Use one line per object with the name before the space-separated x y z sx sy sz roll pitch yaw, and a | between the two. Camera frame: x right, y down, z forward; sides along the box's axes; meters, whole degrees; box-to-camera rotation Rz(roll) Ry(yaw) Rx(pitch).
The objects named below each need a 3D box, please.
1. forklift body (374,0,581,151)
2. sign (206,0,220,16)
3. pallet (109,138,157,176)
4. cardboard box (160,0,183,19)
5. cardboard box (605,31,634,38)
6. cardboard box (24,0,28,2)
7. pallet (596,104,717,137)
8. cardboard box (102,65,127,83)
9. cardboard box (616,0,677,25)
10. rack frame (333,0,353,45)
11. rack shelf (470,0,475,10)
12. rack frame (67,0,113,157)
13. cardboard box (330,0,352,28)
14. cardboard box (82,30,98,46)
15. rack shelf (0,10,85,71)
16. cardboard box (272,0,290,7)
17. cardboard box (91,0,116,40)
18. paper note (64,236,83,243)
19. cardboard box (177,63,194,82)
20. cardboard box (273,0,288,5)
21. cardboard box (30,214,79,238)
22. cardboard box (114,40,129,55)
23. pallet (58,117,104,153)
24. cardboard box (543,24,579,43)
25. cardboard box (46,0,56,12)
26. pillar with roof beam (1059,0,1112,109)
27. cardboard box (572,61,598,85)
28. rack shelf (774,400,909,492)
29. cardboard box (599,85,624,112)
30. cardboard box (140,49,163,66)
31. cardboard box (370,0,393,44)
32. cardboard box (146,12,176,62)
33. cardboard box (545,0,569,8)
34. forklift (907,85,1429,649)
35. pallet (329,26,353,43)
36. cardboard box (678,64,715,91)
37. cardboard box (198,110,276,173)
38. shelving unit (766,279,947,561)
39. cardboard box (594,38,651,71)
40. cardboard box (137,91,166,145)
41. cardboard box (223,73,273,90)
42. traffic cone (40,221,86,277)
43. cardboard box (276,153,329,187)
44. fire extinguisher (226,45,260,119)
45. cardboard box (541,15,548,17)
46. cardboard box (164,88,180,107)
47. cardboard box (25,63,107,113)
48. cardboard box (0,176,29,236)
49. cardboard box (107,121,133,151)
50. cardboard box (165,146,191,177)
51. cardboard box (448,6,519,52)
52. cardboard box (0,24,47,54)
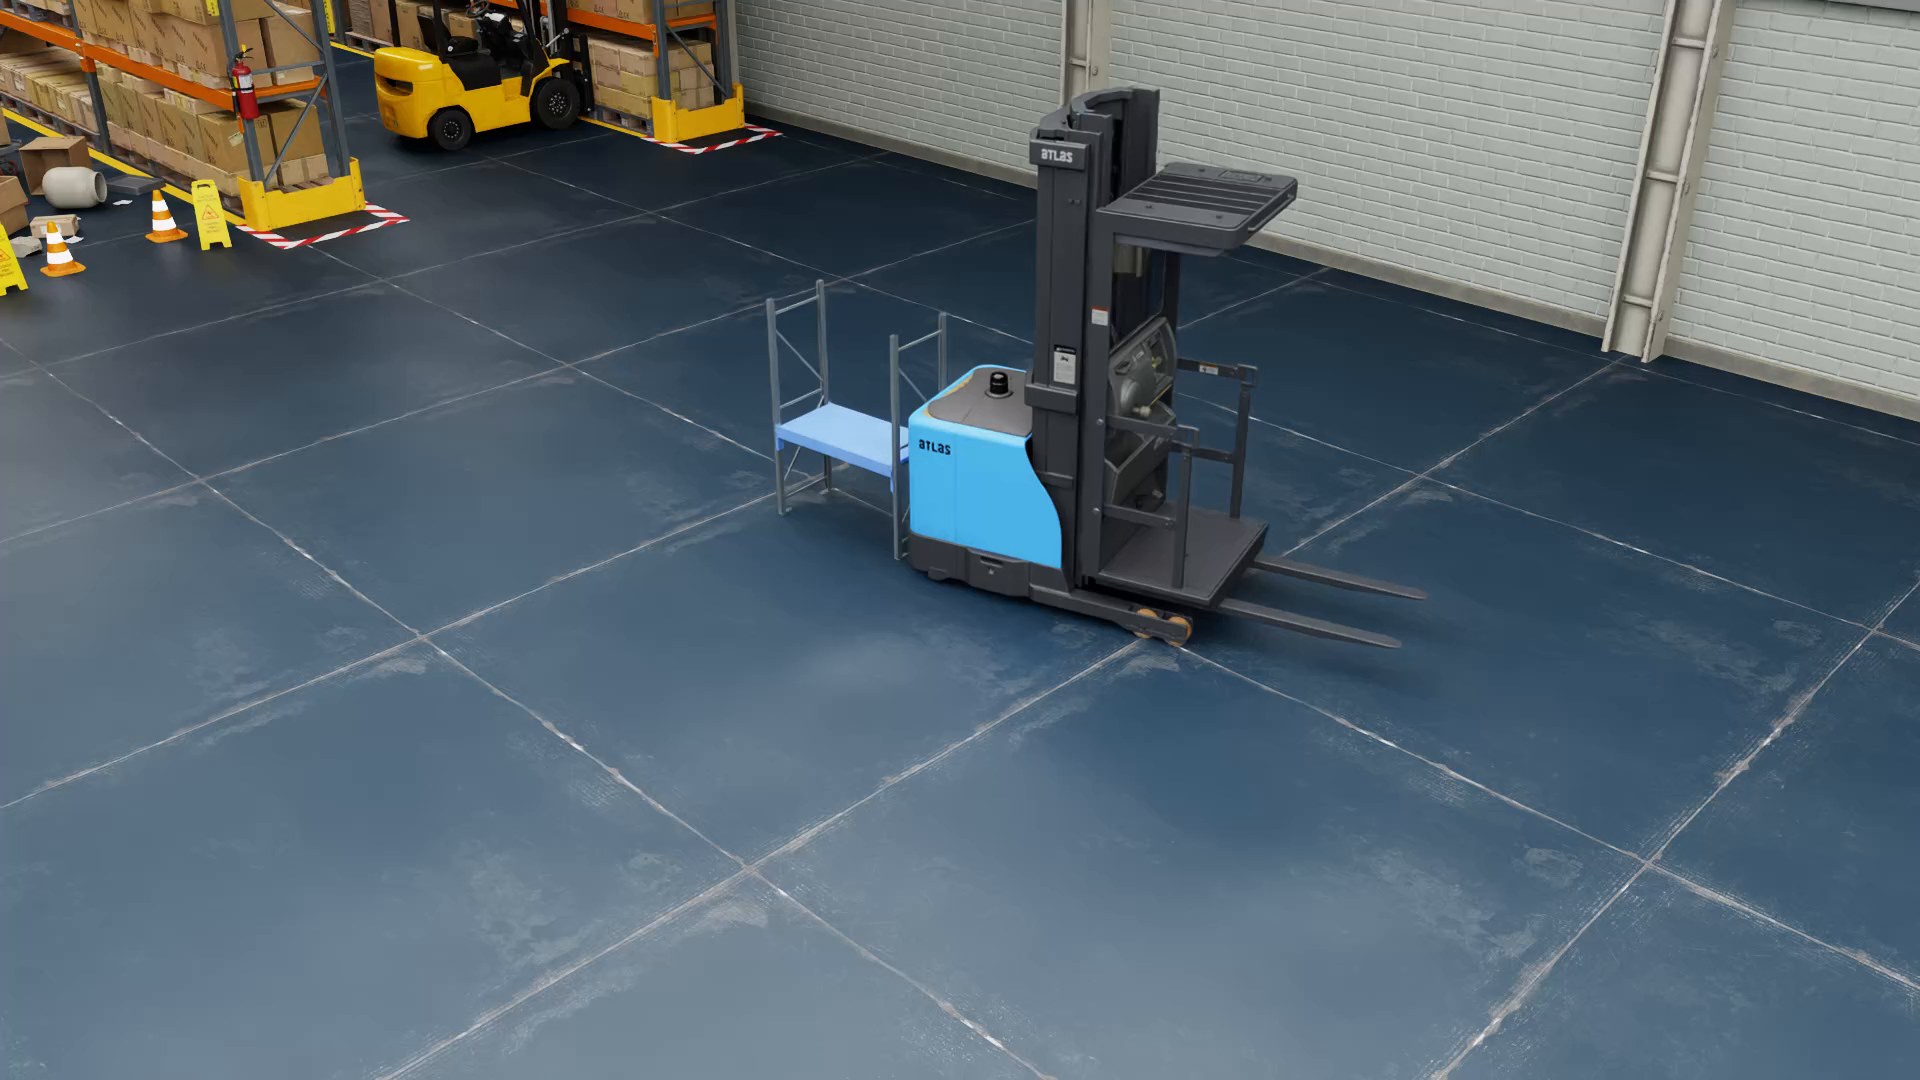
forklift body | -5.789 -5.904 19.661 1.214 2.155 2.313 25 36 38
sign | -7.039 -5.093 15.622 0.005 0.325 0.100 25 36 38
pallet | -8.984 -4.482 19.040 1.213 0.211 1.003 25 36 38
cardboard box | -7.508 -5.498 16.476 0.700 0.500 0.500 -25 37 -39
cardboard box | -4.076 -6.226 20.790 0.500 0.250 0.500 24 36 38
cardboard box | -10.765 -6.412 19.533 0.250 0.149 0.380 25 36 38
pallet | -3.733 -5.268 20.535 1.213 0.211 1.003 25 36 38
cardboard box | -9.209 -5.168 18.350 0.380 0.149 0.250 -25 36 -38
cardboard box | -3.693 -6.384 19.554 0.500 0.500 0.500 24 36 37
rack frame | -8.863 -8.877 24.402 0.127 3.000 1.000 25 36 38
rack shelf | -7.436 -7.906 23.329 4.000 0.370 1.077 25 36 38
rack frame | -9.488 -5.923 18.785 0.127 3.000 1.000 25 36 38
cardboard box | -9.315 -8.023 25.013 0.500 0.500 0.500 -24 36 -38
cardboard box | -9.488 -5.603 18.446 0.250 0.149 0.380 24 36 38
rack shelf | -10.914 -6.257 20.194 4.000 0.370 1.077 25 36 38
cardboard box | -7.150 -5.209 16.999 0.500 0.500 0.500 -24 36 -38
cardboard box | -8.995 -5.707 17.947 0.500 0.500 0.500 24 36 38
paper note | -8.705 -2.952 16.324 0.142 0.019 0.148 12 30 22
cardboard box | -7.683 -4.769 16.859 0.380 0.149 0.250 -25 36 -38
cardboard box | -10.423 -8.523 25.964 0.500 0.500 0.500 23 35 37
cardboard box | -8.986 -3.113 16.505 0.380 0.149 0.250 -7 29 -14
cardboard box | -8.909 -5.369 18.001 0.380 0.149 0.250 -24 36 -38
pallet | -10.044 -4.943 19.916 1.213 0.211 1.003 25 36 38
cardboard box | -5.165 -6.392 21.106 0.500 0.250 0.500 -24 36 -38
cardboard box | -10.224 -6.166 19.066 0.250 0.149 0.380 23 36 37
pillar with roof beam | -1.762 -6.062 12.603 0.400 9.000 9.100 25 36 38
cardboard box | -4.457 -5.841 20.594 0.500 0.250 0.500 24 36 37
rack shelf | -0.646 -0.616 10.690 1.000 0.185 0.538 20 34 34
cardboard box | -4.063 -5.449 20.387 0.500 0.250 0.500 25 36 38
cardboard box | -8.383 -5.109 17.507 0.250 0.149 0.380 24 36 38
cardboard box | -7.956 -7.593 24.061 0.875 0.625 0.625 -24 36 -38
cardboard box | -7.924 -5.209 17.000 0.500 0.500 0.500 24 36 38
cardboard box | -4.788 -6.884 20.505 0.500 0.500 0.500 25 37 39
forklift | 1.226 -0.969 9.437 3.031 2.935 1.130 14 31 24
pallet | -9.368 -7.899 25.539 1.213 0.211 1.003 25 36 38
cardboard box | -3.348 -5.679 20.287 0.500 0.250 0.500 -25 36 -38
cardboard box | -7.389 -4.094 17.003 0.500 0.500 0.500 25 37 39
shelving unit | -0.646 -0.775 10.606 1.048 1.500 0.538 20 34 34
cardboard box | -4.073 -5.889 20.150 0.500 0.250 0.500 -25 36 -38
cardboard box | -8.498 -4.601 17.969 0.500 0.500 0.500 -23 35 -37
cardboard box | -7.052 -4.558 16.459 0.380 0.149 0.250 -24 36 -38
traffic cone | -8.382 -2.728 15.435 0.334 0.463 0.336 25 36 38
cardboard box | -7.017 -3.942 17.520 0.500 0.250 0.500 24 36 38
fire extinguisher | -6.877 -4.394 15.959 0.183 0.674 0.296 25 36 38
cardboard box | -5.152 -6.726 21.742 0.500 0.250 0.500 24 36 38
cardboard box | -8.062 -4.648 17.360 0.380 0.149 0.250 -23 36 -37
cardboard box | -10.875 -5.576 20.497 0.950 0.372 0.625 -24 36 -38
cardboard box | -9.663 -3.246 16.376 0.637 0.503 0.797 2 28 4
cardboard box | -9.256 -4.610 18.791 0.500 0.250 0.500 23 35 36
cardboard box | -8.141 -4.102 17.825 0.500 0.250 0.500 23 35 37
cardboard box | -6.390 -6.873 22.692 0.875 0.625 0.625 -23 36 -37
cardboard box | -12.774 -6.727 22.145 0.875 0.875 0.875 24 36 38
